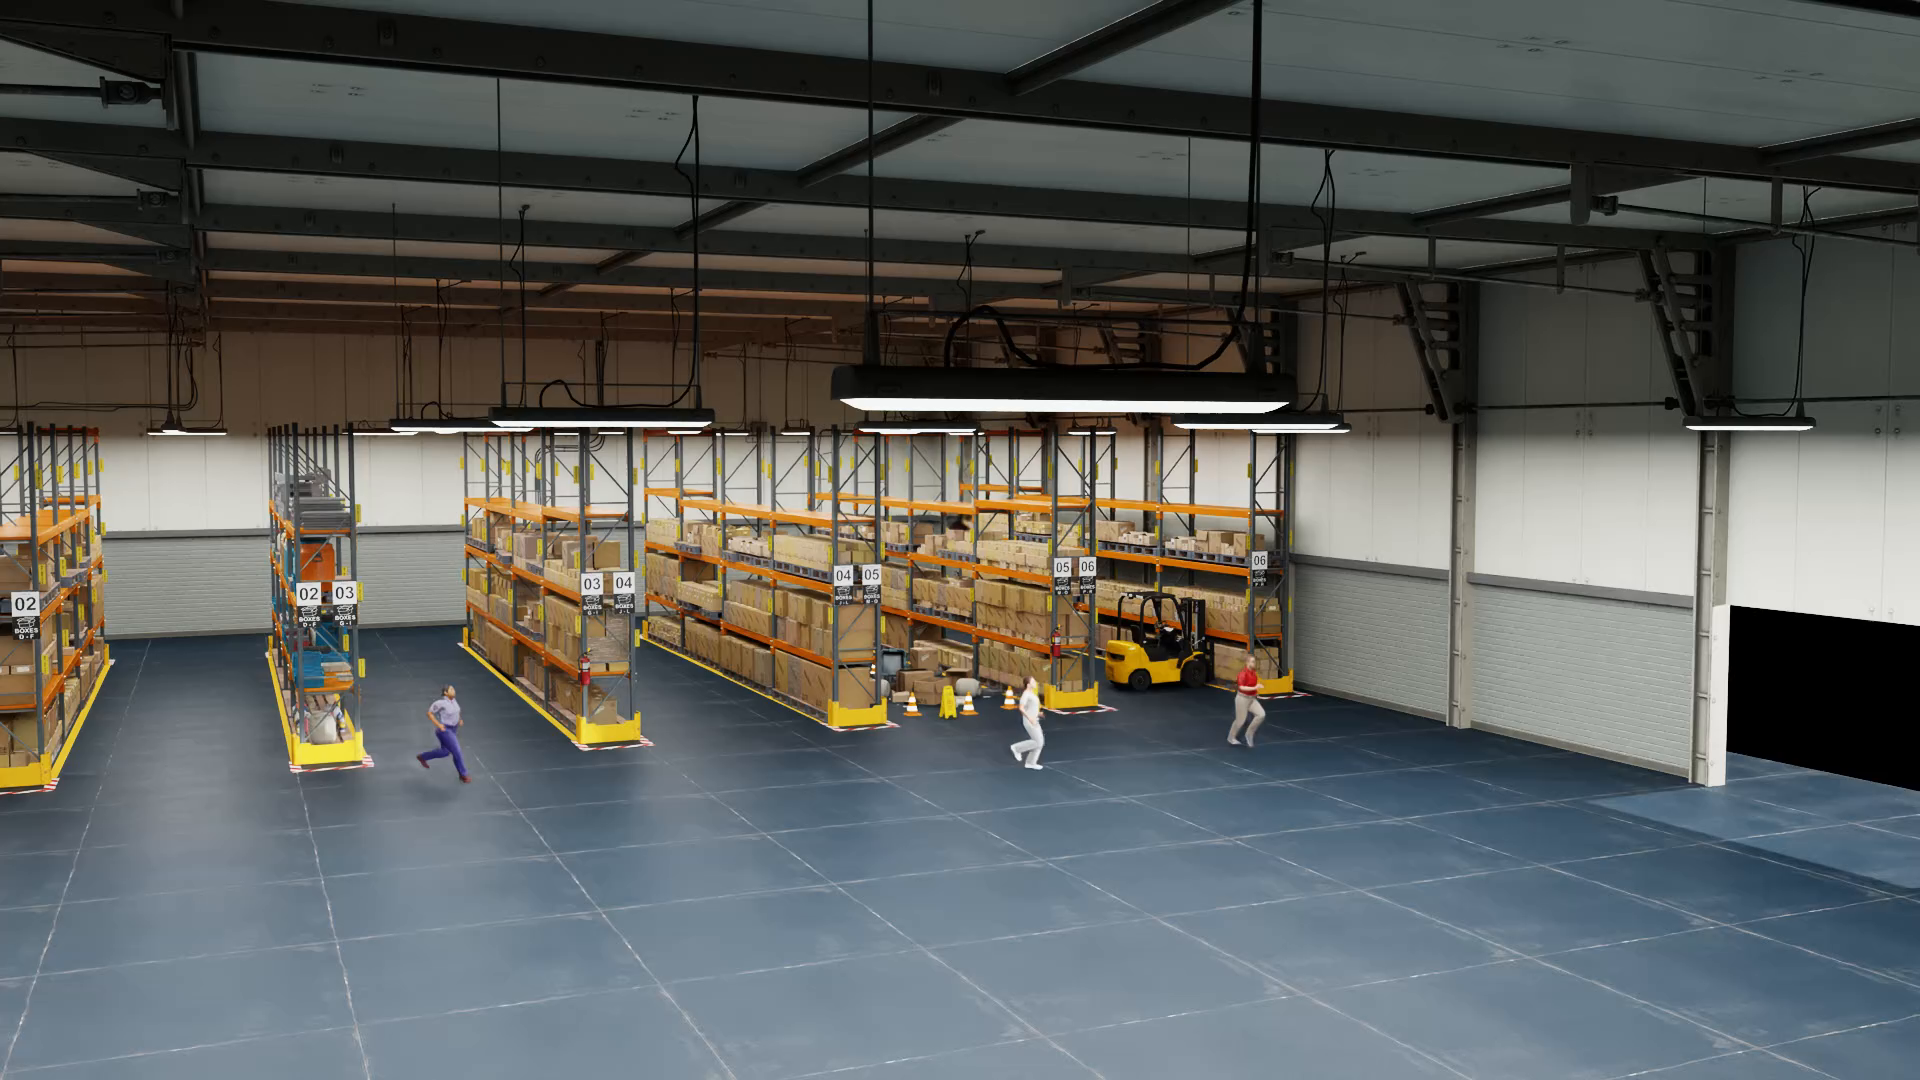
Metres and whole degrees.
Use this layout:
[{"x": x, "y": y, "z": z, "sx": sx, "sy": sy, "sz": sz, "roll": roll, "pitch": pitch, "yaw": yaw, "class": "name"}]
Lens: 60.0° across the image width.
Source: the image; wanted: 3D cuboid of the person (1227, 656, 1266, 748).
[{"x": 5.306, "y": 2.990, "z": 30.734, "sx": 0.830, "sy": 1.722, "sz": 0.694, "roll": 3, "pitch": 5, "yaw": 41, "class": "person"}]

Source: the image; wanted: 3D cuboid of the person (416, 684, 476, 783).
[{"x": -8.606, "y": 3.234, "z": 27.812, "sx": 1.076, "sy": 1.663, "sz": 0.570, "roll": 0, "pitch": 3, "yaw": 4, "class": "person"}]

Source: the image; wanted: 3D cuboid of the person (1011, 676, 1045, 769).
[{"x": 1.183, "y": 3.158, "z": 28.845, "sx": 0.568, "sy": 1.627, "sz": 0.573, "roll": 1, "pitch": 4, "yaw": 15, "class": "person"}]
